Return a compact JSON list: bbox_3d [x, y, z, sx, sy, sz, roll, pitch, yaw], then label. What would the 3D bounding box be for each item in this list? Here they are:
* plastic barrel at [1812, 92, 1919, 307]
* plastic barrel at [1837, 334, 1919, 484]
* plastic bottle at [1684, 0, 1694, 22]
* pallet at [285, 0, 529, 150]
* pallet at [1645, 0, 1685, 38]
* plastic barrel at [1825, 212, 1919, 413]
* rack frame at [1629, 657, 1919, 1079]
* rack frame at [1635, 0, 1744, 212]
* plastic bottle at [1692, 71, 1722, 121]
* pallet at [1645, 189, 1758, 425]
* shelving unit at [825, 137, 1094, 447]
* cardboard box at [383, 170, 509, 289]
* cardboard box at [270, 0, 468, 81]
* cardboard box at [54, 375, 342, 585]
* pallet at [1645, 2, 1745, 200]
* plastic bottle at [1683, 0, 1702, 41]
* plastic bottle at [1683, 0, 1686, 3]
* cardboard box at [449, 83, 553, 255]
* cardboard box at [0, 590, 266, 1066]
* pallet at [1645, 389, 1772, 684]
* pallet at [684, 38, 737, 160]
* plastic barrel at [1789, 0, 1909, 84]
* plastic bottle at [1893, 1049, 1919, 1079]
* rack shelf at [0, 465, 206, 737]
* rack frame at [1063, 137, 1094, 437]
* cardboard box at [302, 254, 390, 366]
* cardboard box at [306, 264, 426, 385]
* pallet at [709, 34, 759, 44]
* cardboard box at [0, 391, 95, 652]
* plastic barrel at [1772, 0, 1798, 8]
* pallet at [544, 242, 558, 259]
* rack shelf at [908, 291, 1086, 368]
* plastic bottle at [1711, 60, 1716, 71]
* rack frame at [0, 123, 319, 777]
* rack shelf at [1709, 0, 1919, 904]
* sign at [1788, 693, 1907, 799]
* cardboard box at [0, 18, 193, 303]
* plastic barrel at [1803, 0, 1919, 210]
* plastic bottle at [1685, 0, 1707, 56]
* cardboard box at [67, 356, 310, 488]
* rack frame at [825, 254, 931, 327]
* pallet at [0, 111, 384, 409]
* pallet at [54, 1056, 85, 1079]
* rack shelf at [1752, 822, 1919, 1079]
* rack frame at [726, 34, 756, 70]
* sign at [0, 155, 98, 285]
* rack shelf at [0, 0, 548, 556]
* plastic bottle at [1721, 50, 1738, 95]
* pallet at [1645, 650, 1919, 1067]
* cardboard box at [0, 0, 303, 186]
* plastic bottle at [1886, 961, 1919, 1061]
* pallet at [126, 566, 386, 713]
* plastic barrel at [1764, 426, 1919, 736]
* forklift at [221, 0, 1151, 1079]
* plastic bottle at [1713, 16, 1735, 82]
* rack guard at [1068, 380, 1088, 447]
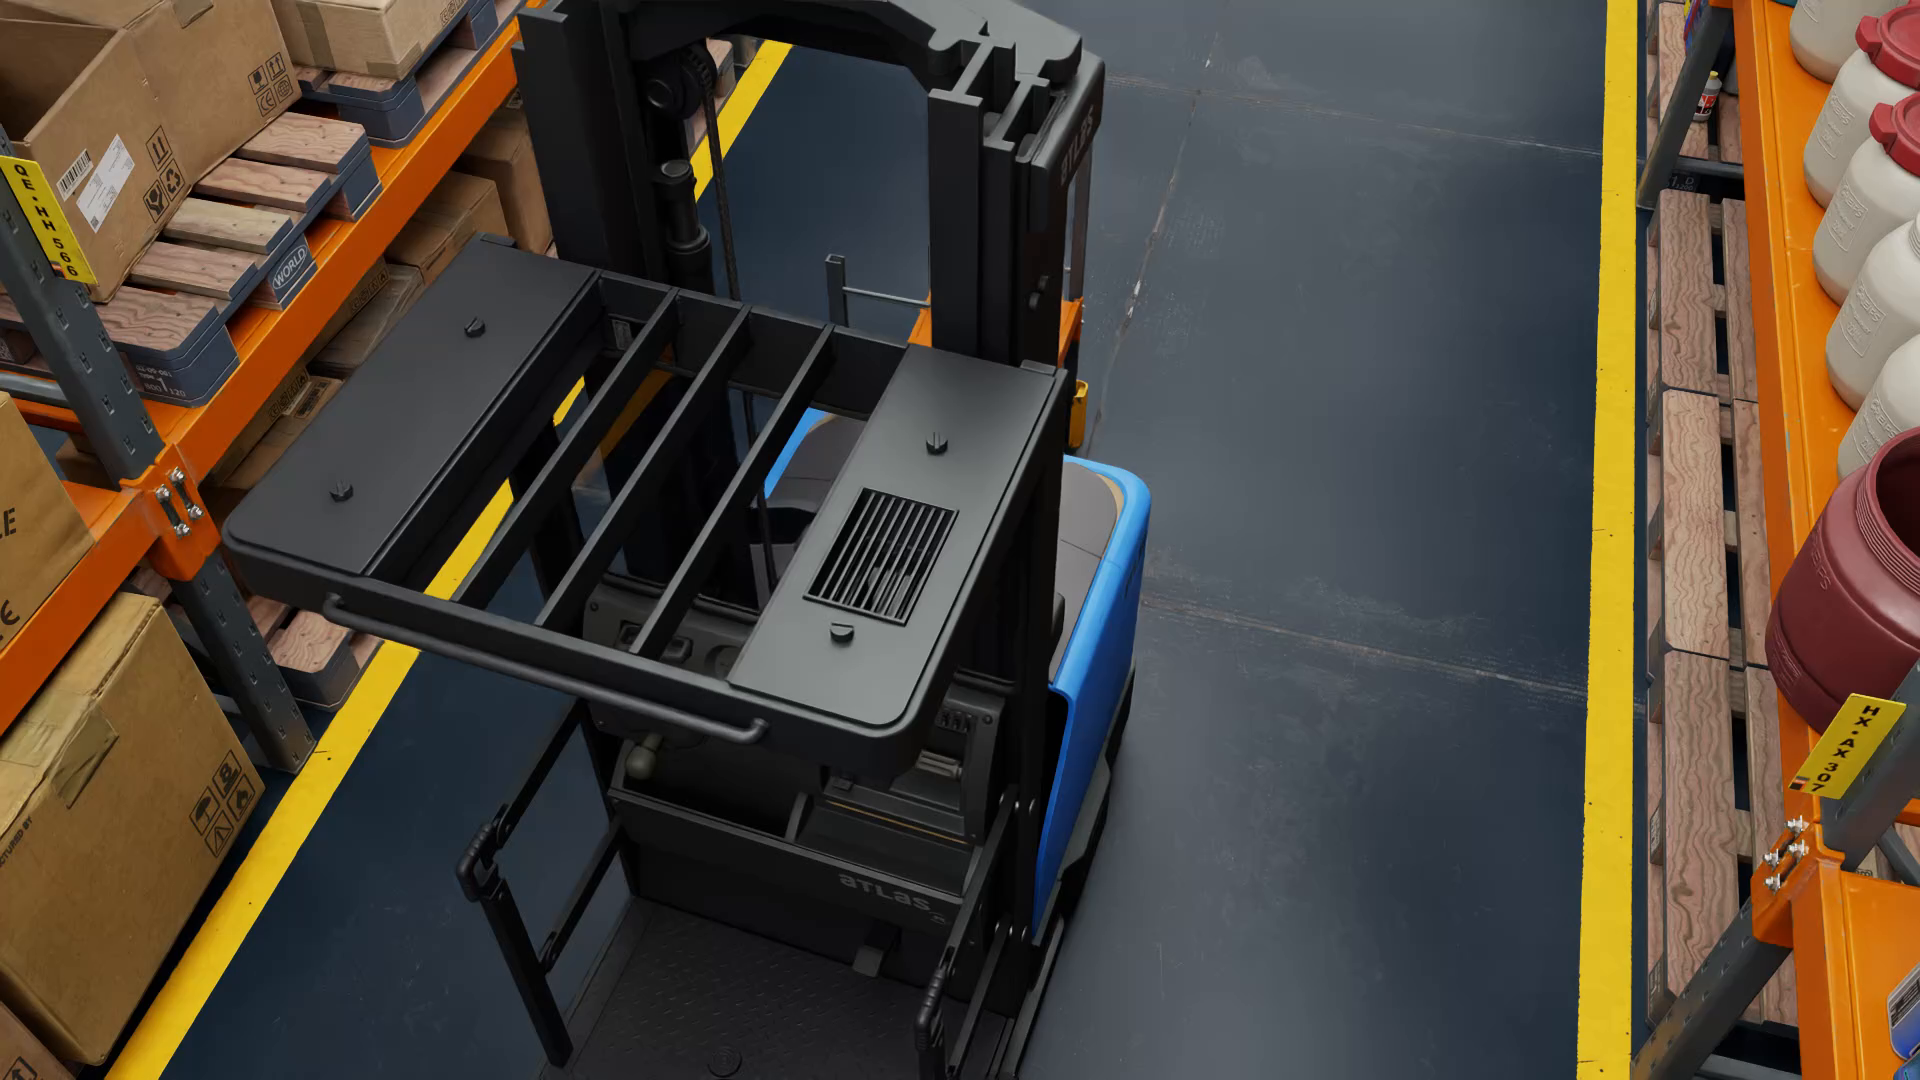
[{"bbox_3d":[2.560,-0.878,4.434,0.433,0.535,0.433,0,49,0],"label":"plastic barrel"},{"bbox_3d":[2.343,-0.255,3.900,0.421,0.512,0.421,0,49,0],"label":"plastic barrel"},{"bbox_3d":[3.358,-2.490,7.420,0.144,0.351,0.185,11,50,10],"label":"plastic bottle"},{"bbox_3d":[-2.019,-1.786,5.454,1.003,0.211,1.213,12,50,10],"label":"pallet"},{"bbox_3d":[3.867,-2.765,8.050,1.003,0.211,1.213,12,50,10],"label":"pallet"},{"bbox_3d":[2.453,-0.560,4.169,0.421,0.512,0.421,0,49,0],"label":"plastic barrel"},{"bbox_3d":[2.278,0.568,3.248,1.000,3.000,0.127,12,50,10],"label":"rack frame"},{"bbox_3d":[3.331,-2.325,5.802,1.000,3.000,0.127,12,50,10],"label":"rack frame"},{"bbox_3d":[3.126,-1.869,6.972,0.097,0.201,0.097,0,49,0],"label":"plastic bottle"},{"bbox_3d":[3.161,-0.827,6.339,1.003,0.211,1.213,12,50,10],"label":"pallet"},{"bbox_3d":[0.027,-0.562,5.245,0.587,1.500,1.083,12,50,11],"label":"shelving unit"},{"bbox_3d":[-2.067,-1.032,6.034,0.700,0.500,0.500,15,50,13],"label":"cardboard box"},{"bbox_3d":[-1.837,-1.666,5.039,0.500,0.250,0.500,10,49,9],"label":"cardboard box"},{"bbox_3d":[-2.343,-0.217,5.314,0.700,0.500,0.500,9,49,8],"label":"cardboard box"},{"bbox_3d":[3.548,-1.880,7.269,1.003,0.211,1.213,12,50,10],"label":"pallet"},{"bbox_3d":[3.275,-2.360,7.350,0.061,0.283,0.133,15,50,13],"label":"plastic bottle"},{"bbox_3d":[3.404,-2.582,7.551,0.152,0.276,0.135,12,50,11],"label":"plastic bottle"},{"bbox_3d":[-1.921,-1.435,6.390,0.700,0.500,0.500,8,49,7],"label":"cardboard box"},{"bbox_3d":[-2.702,0.650,4.313,1.225,0.875,0.875,9,49,8],"label":"cardboard box"},{"bbox_3d":[2.842,0.058,5.558,1.003,0.211,1.213,12,50,10],"label":"pallet"},{"bbox_3d":[-1.651,-1.817,7.213,1.003,0.211,1.213,12,50,10],"label":"pallet"},{"bbox_3d":[2.867,-1.722,5.178,0.433,0.535,0.433,0,49,0],"label":"plastic barrel"},{"bbox_3d":[1.795,0.938,3.007,0.097,0.271,0.097,0,49,0],"label":"plastic bottle"},{"bbox_3d":[-3.027,1.275,3.104,1.077,0.370,4.000,12,50,10],"label":"rack shelf"},{"bbox_3d":[0.170,-0.935,5.574,0.500,1.500,0.032,12,50,11],"label":"rack frame"},{"bbox_3d":[-2.223,-0.852,5.375,0.500,0.250,0.500,17,51,14],"label":"cardboard box"},{"bbox_3d":[-2.210,-0.620,5.671,0.700,0.500,0.500,8,49,7],"label":"cardboard box"},{"bbox_3d":[-1.305,-2.873,8.145,1.003,0.211,1.213,12,50,10],"label":"pallet"},{"bbox_3d":[-2.391,-0.037,3.715,0.500,0.500,0.500,13,50,11],"label":"cardboard box"},{"bbox_3d":[2.937,-2.272,5.420,0.600,0.901,0.708,12,50,10],"label":"plastic barrel"},{"bbox_3d":[-1.970,-0.931,6.431,1.003,0.211,1.213,12,50,10],"label":"pallet"},{"bbox_3d":[0.030,-0.449,5.385,0.538,0.185,1.000,12,50,11],"label":"rack shelf"},{"bbox_3d":[3.139,-1.985,7.020,0.061,0.283,0.133,14,50,12],"label":"plastic bottle"},{"bbox_3d":[-2.500,-0.410,4.111,1.000,3.000,0.127,12,50,10],"label":"rack frame"},{"bbox_3d":[2.804,-0.641,4.795,1.077,0.370,4.000,12,50,10],"label":"rack shelf"},{"bbox_3d":[1.745,0.410,3.278,0.100,0.325,0.005,12,50,10],"label":"sign"},{"bbox_3d":[-2.397,-0.980,4.268,0.500,0.500,0.500,6,49,5],"label":"cardboard box"},{"bbox_3d":[2.674,-1.191,4.710,0.433,0.535,0.433,0,49,0],"label":"plastic barrel"},{"bbox_3d":[3.273,-2.256,7.214,0.144,0.351,0.185,9,49,8],"label":"plastic bottle"},{"bbox_3d":[-2.353,-0.467,5.035,0.500,0.250,0.500,13,50,12],"label":"cardboard box"},{"bbox_3d":[-0.111,-0.202,4.927,0.500,1.500,0.032,12,50,11],"label":"rack frame"},{"bbox_3d":[-2.416,-0.883,4.656,1.213,0.211,1.003,12,50,10],"label":"pallet"},{"bbox_3d":[-2.781,1.069,4.666,1.003,0.211,1.213,12,50,10],"label":"pallet"},{"bbox_3d":[1.751,2.253,2.241,1.077,0.370,4.000,12,50,10],"label":"rack shelf"},{"bbox_3d":[-1.448,-3.303,6.664,1.000,3.000,0.127,12,50,10],"label":"rack frame"},{"bbox_3d":[-1.964,-0.686,3.582,0.100,0.325,0.005,12,50,10],"label":"sign"},{"bbox_3d":[-1.974,-1.618,5.657,1.077,0.370,4.000,12,50,10],"label":"rack shelf"},{"bbox_3d":[3.361,-2.089,7.066,0.144,0.351,0.185,12,50,10],"label":"plastic bottle"},{"bbox_3d":[2.519,0.938,4.781,1.003,0.211,1.213,12,50,10],"label":"pallet"},{"bbox_3d":[-2.346,-1.404,4.641,0.700,0.500,0.500,18,51,16],"label":"cardboard box"},{"bbox_3d":[1.852,0.858,3.075,0.152,0.276,0.135,12,50,10],"label":"plastic bottle"},{"bbox_3d":[-2.293,-0.052,5.655,1.003,0.211,1.213,12,50,10],"label":"pallet"},{"bbox_3d":[2.108,0.127,3.546,0.600,0.536,0.708,12,50,10],"label":"plastic barrel"},{"bbox_3d":[-0.436,0.488,3.364,1.130,2.935,3.031,15,50,13],"label":"forklift"},{"bbox_3d":[3.222,-2.117,7.091,0.144,0.351,0.185,10,49,9],"label":"plastic bottle"},{"bbox_3d":[0.166,-0.507,6.030,0.587,0.250,0.087,12,50,11],"label":"rack guard"}]
